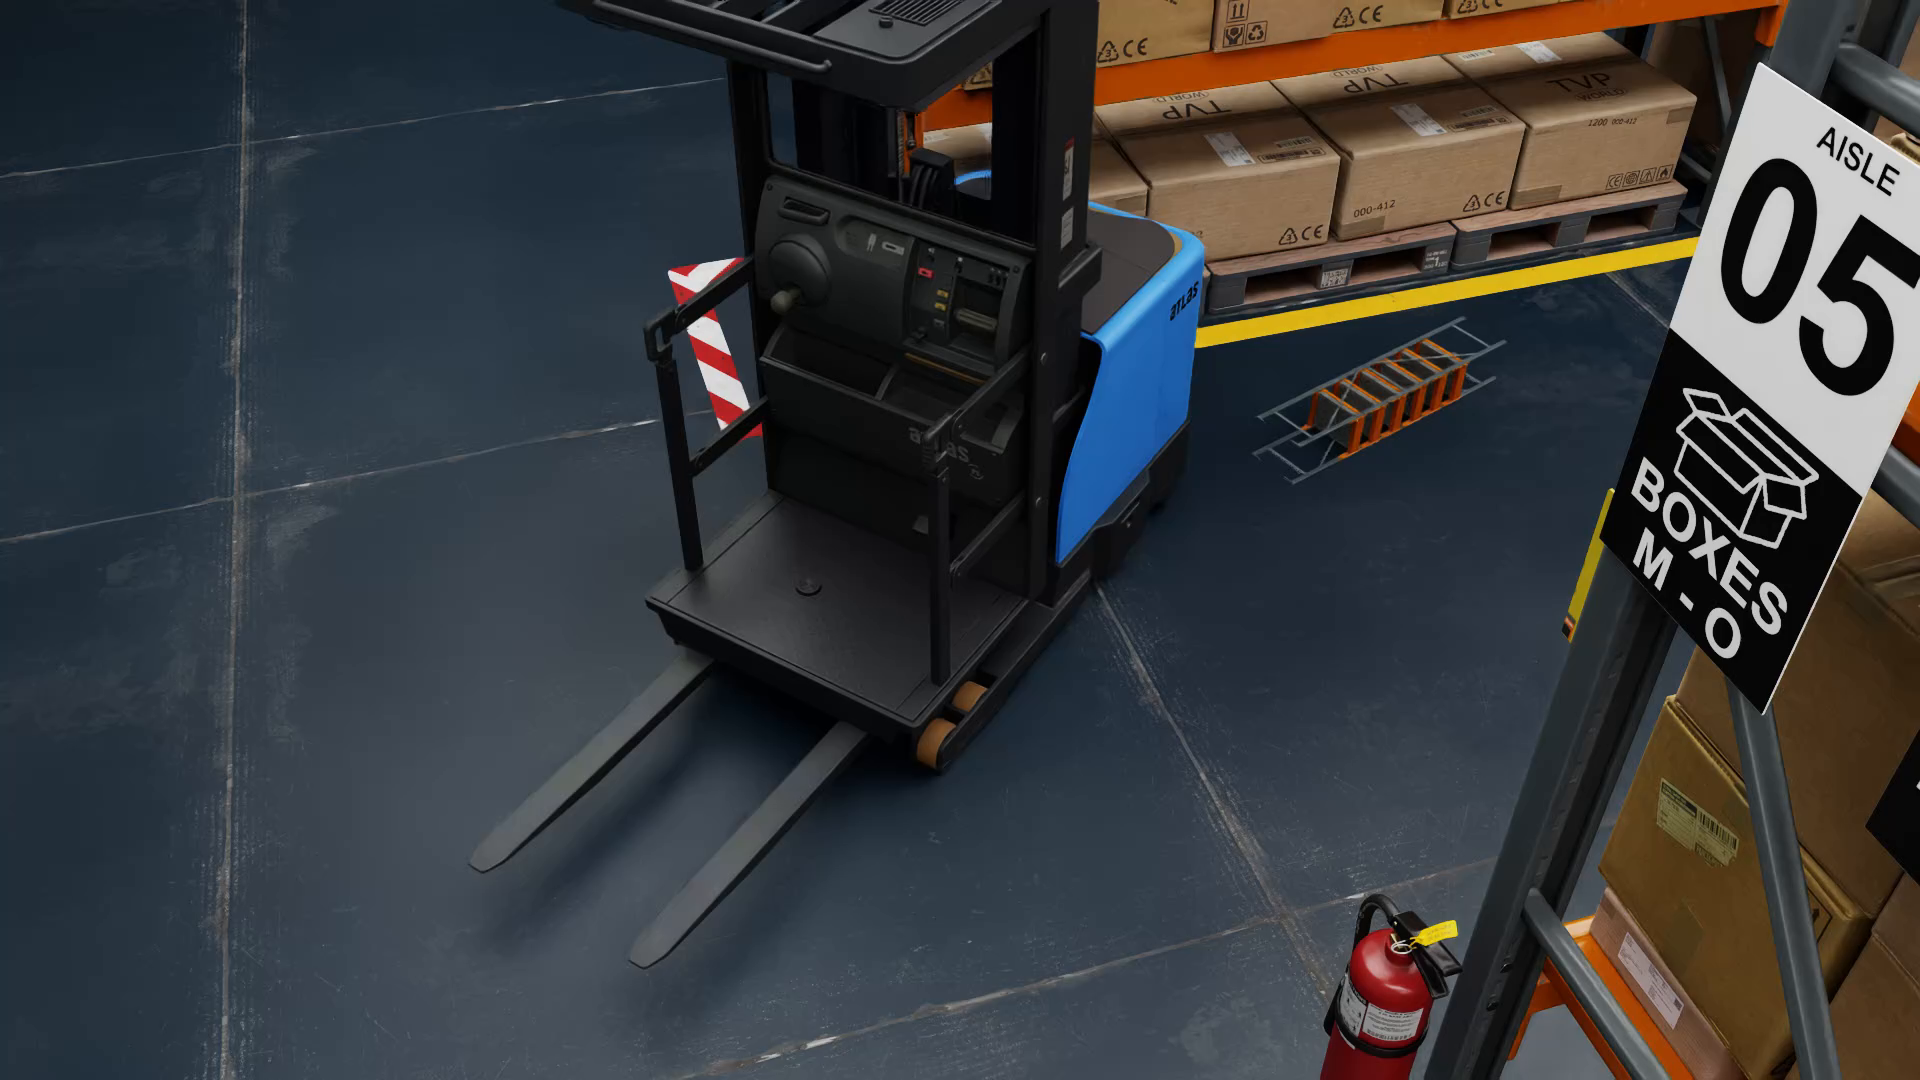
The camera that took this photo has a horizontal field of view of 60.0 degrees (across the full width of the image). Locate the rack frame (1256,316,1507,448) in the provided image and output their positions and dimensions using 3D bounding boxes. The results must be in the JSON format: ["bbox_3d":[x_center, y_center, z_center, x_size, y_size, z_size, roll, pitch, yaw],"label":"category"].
[{"bbox_3d":[1.716,-0.651,6.708,1.200,0.006,0.240,-26,47,-26],"label":"rack frame"}]

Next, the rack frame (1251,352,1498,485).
[{"bbox_3d":[1.716,-0.513,6.829,1.200,0.006,0.240,-26,47,-26],"label":"rack frame"}]

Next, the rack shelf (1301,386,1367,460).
[{"bbox_3d":[1.486,-0.471,6.642,0.103,0.180,0.258,-26,47,-26],"label":"rack shelf"}]

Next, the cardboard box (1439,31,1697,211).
[{"bbox_3d":[2.819,-2.037,7.930,0.875,0.438,0.875,-12,43,-14],"label":"cardboard box"}]

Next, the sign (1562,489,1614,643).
[{"bbox_3d":[1.071,0.069,2.771,0.005,0.325,0.100,-12,42,-13],"label":"sign"}]

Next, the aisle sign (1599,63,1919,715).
[{"bbox_3d":[1.058,-0.177,2.196,0.004,0.787,0.394,-12,42,-13],"label":"aisle sign"}]

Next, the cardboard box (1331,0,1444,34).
[{"bbox_3d":[1.616,-2.379,6.617,0.500,0.500,0.500,-10,42,-12],"label":"cardboard box"}]

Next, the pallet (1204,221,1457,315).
[{"bbox_3d":[1.536,-1.506,7.813,1.213,0.211,1.003,-12,42,-13],"label":"pallet"}]

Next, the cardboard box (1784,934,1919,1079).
[{"bbox_3d":[1.729,0.911,2.625,0.500,0.500,0.500,-10,42,-11],"label":"cardboard box"}]

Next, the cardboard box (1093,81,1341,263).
[{"bbox_3d":[1.105,-1.683,7.524,0.875,0.438,0.875,-11,42,-12],"label":"cardboard box"}]

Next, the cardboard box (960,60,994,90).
[{"bbox_3d":[0.179,-2.063,6.255,0.500,0.500,0.500,-12,43,-13],"label":"cardboard box"}]

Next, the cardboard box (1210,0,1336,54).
[{"bbox_3d":[1.144,-2.269,6.492,0.500,0.500,0.500,-12,43,-13],"label":"cardboard box"}]

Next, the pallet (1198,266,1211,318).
[{"bbox_3d":[0.374,-1.267,7.540,1.213,0.211,1.003,-12,42,-13],"label":"pallet"}]

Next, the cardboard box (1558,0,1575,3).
[{"bbox_3d":[2.595,-2.581,6.849,0.500,0.500,0.500,-13,43,-14],"label":"cardboard box"}]

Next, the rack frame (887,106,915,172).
[{"bbox_3d":[-0.365,-2.110,6.385,0.127,3.000,1.000,-12,42,-13],"label":"rack frame"}]

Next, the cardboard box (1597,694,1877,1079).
[{"bbox_3d":[1.569,0.576,3.008,0.500,0.500,0.500,-11,42,-12],"label":"cardboard box"}]

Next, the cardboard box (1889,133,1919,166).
[{"bbox_3d":[1.573,-0.353,2.208,0.500,0.250,0.500,-13,43,-14],"label":"cardboard box"}]

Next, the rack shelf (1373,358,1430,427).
[{"bbox_3d":[1.777,-0.611,6.802,0.103,0.180,0.258,-26,47,-26],"label":"rack shelf"}]

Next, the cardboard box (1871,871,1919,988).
[{"bbox_3d":[1.726,0.528,2.304,0.500,0.500,0.500,-12,43,-13],"label":"cardboard box"}]

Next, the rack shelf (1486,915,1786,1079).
[{"bbox_3d":[3.126,0.852,3.542,4.000,0.370,1.077,-12,42,-13],"label":"rack shelf"}]

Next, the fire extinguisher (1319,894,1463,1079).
[{"bbox_3d":[0.839,0.906,3.275,0.183,0.674,0.296,-12,42,-13],"label":"fire extinguisher"}]

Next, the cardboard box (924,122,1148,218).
[{"bbox_3d":[0.234,-1.497,7.311,0.875,0.438,0.875,-13,43,-15],"label":"cardboard box"}]

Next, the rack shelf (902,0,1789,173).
[{"bbox_3d":[1.542,-2.235,7.075,4.000,0.370,1.077,-12,42,-13],"label":"rack shelf"}]

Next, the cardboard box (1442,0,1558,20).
[{"bbox_3d":[2.120,-2.473,6.724,0.500,0.500,0.500,-12,43,-14],"label":"cardboard box"}]

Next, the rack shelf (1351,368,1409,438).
[{"bbox_3d":[1.680,-0.564,6.749,0.103,0.180,0.258,-26,47,-26],"label":"rack shelf"}]

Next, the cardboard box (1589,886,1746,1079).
[{"bbox_3d":[1.444,0.829,3.212,0.250,0.149,0.380,-12,42,-13],"label":"cardboard box"}]

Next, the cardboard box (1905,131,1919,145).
[{"bbox_3d":[1.581,-0.536,2.038,0.500,0.250,0.500,-13,43,-14],"label":"cardboard box"}]

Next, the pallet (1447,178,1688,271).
[{"bbox_3d":[2.701,-1.749,8.092,1.213,0.211,1.003,-12,42,-13],"label":"pallet"}]

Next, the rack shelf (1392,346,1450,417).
[{"bbox_3d":[1.874,-0.658,6.856,0.103,0.180,0.258,-26,47,-26],"label":"rack shelf"}]

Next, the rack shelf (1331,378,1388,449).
[{"bbox_3d":[1.583,-0.518,6.696,0.103,0.180,0.258,-26,47,-26],"label":"rack shelf"}]

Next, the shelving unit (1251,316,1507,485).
[{"bbox_3d":[1.716,-0.582,6.769,1.200,0.189,0.258,-26,47,-26],"label":"shelving unit"}]

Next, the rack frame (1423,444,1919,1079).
[{"bbox_3d":[1.218,0.976,2.853,0.127,3.000,1.000,-12,42,-13],"label":"rack frame"}]

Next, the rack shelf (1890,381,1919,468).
[{"bbox_3d":[3.126,-0.278,2.555,4.000,0.370,1.077,-12,42,-13],"label":"rack shelf"}]

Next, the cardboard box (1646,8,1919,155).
[{"bbox_3d":[4.017,-2.431,8.049,0.875,0.875,0.875,-10,42,-12],"label":"cardboard box"}]

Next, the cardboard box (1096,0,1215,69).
[{"bbox_3d":[0.653,-2.180,6.389,0.500,0.500,0.500,-12,43,-14],"label":"cardboard box"}]

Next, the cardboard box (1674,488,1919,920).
[{"bbox_3d":[1.580,0.203,2.675,0.500,0.500,0.500,-13,43,-14],"label":"cardboard box"}]

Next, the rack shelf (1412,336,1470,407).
[{"bbox_3d":[1.971,-0.704,6.909,0.103,0.180,0.258,-26,47,-26],"label":"rack shelf"}]

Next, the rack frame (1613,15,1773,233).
[{"bbox_3d":[3.450,-2.901,7.290,0.127,3.000,1.000,-12,42,-13],"label":"rack frame"}]

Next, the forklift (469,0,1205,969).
[{"bbox_3d":[-0.336,-0.716,4.842,1.130,2.935,3.031,23,46,24],"label":"forklift"}]

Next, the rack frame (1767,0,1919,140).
[{"bbox_3d":[1.218,-1.283,0.879,0.127,3.000,1.000,-12,42,-13],"label":"rack frame"}]

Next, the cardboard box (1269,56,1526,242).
[{"bbox_3d":[1.965,-1.860,7.727,0.875,0.438,0.875,-13,43,-14],"label":"cardboard box"}]

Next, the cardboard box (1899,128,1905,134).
[{"bbox_3d":[4.877,-2.615,8.259,0.875,0.875,0.875,-11,42,-12],"label":"cardboard box"}]

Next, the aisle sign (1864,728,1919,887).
[{"bbox_3d":[1.239,0.200,1.765,0.004,0.787,0.394,-12,42,-13],"label":"aisle sign"}]

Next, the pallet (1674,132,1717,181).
[{"bbox_3d":[4.163,-2.050,8.436,1.213,0.211,1.003,-12,42,-13],"label":"pallet"}]
